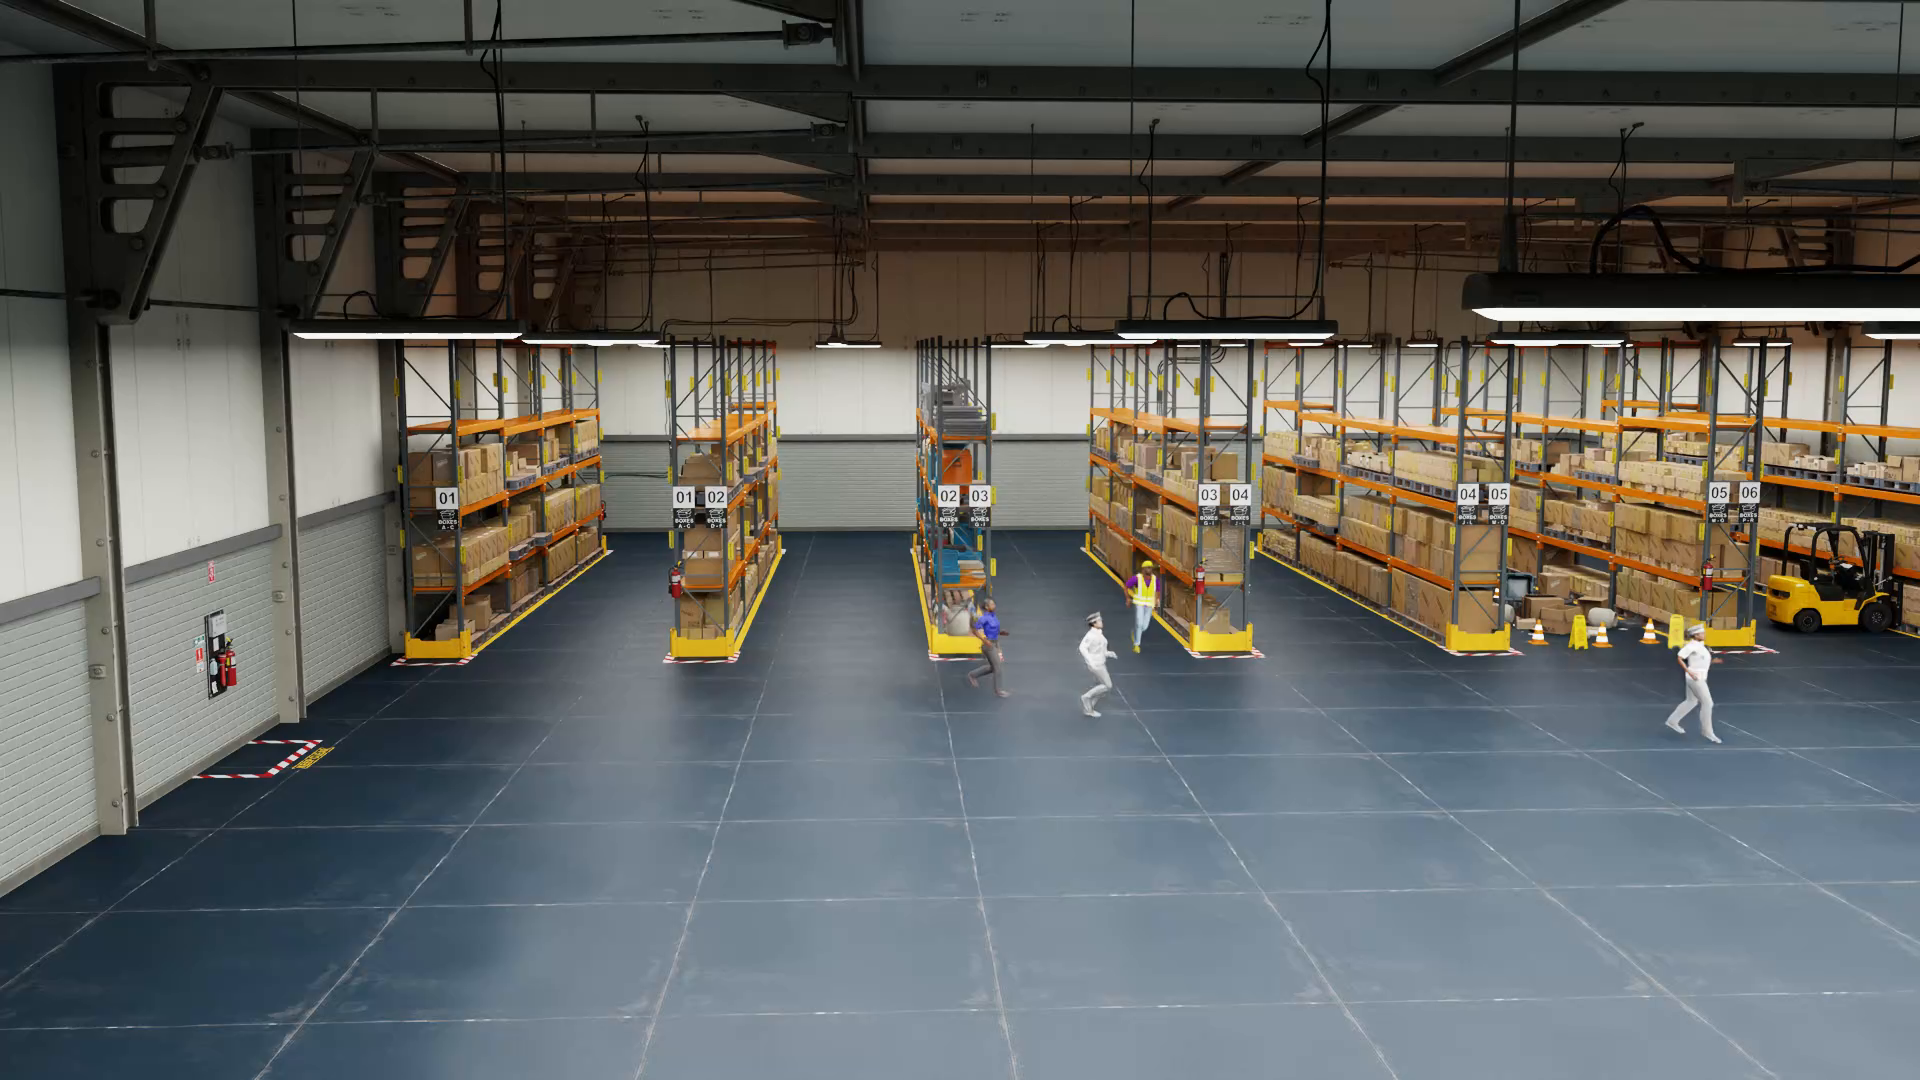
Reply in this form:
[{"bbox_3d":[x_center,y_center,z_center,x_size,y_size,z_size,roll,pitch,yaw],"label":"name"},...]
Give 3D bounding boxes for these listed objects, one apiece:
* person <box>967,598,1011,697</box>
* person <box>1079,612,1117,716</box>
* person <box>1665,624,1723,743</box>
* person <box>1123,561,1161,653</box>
[{"bbox_3d":[0.469,1.825,27.660,0.834,1.527,0.588,3,7,24],"label":"person"},{"bbox_3d":[2.185,1.948,26.056,0.535,1.659,0.605,2,7,16],"label":"person"},{"bbox_3d":[10.856,2.087,24.555,0.781,1.740,0.567,4,7,29],"label":"person"},{"bbox_3d":[3.521,1.255,31.982,0.746,1.735,0.725,-1,7,-12],"label":"person"}]
